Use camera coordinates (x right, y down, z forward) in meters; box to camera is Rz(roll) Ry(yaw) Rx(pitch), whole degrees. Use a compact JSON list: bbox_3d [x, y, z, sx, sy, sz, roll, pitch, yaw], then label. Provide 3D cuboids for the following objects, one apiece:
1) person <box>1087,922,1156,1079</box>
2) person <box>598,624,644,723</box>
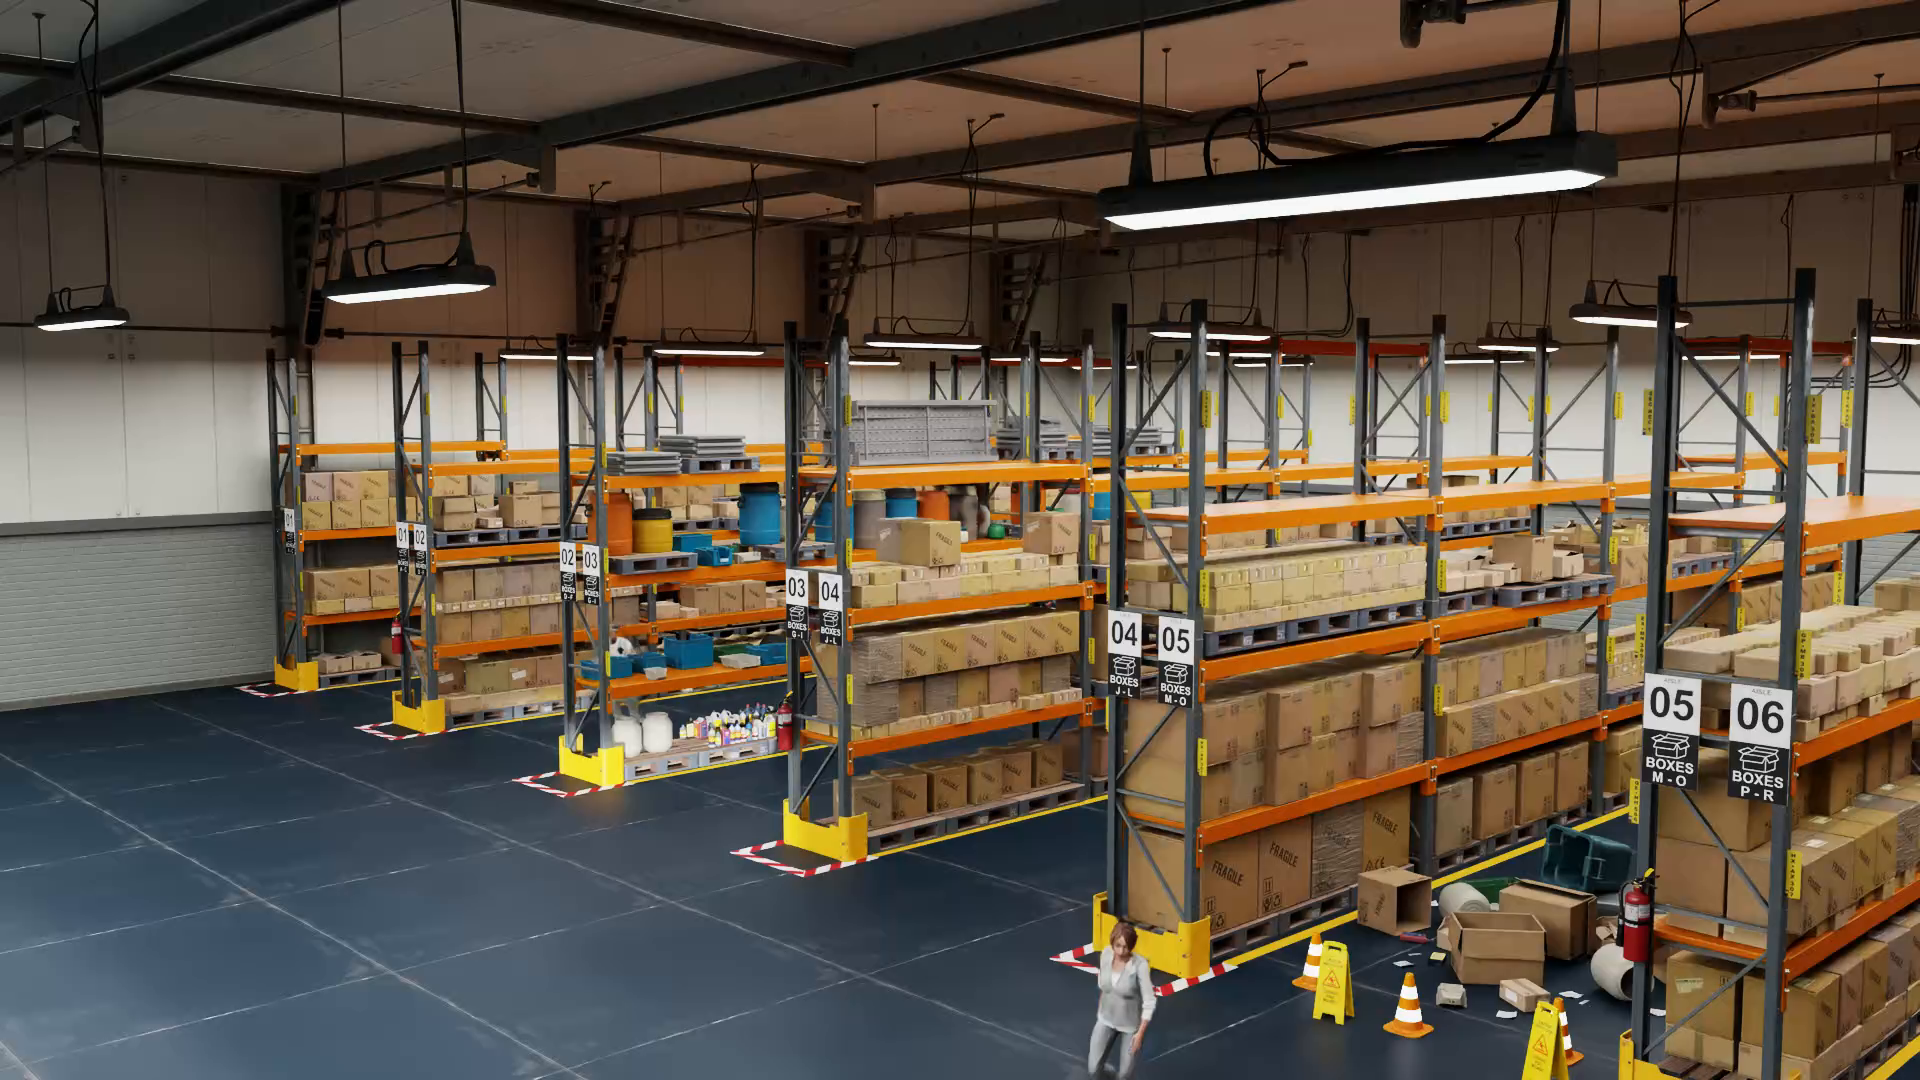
[{"bbox_3d":[1.132,3.398,11.605,0.541,1.559,0.611,2,6,27],"label":"person"},{"bbox_3d":[-5.274,2.104,25.832,0.681,1.712,0.800,0,5,-2],"label":"person"}]
